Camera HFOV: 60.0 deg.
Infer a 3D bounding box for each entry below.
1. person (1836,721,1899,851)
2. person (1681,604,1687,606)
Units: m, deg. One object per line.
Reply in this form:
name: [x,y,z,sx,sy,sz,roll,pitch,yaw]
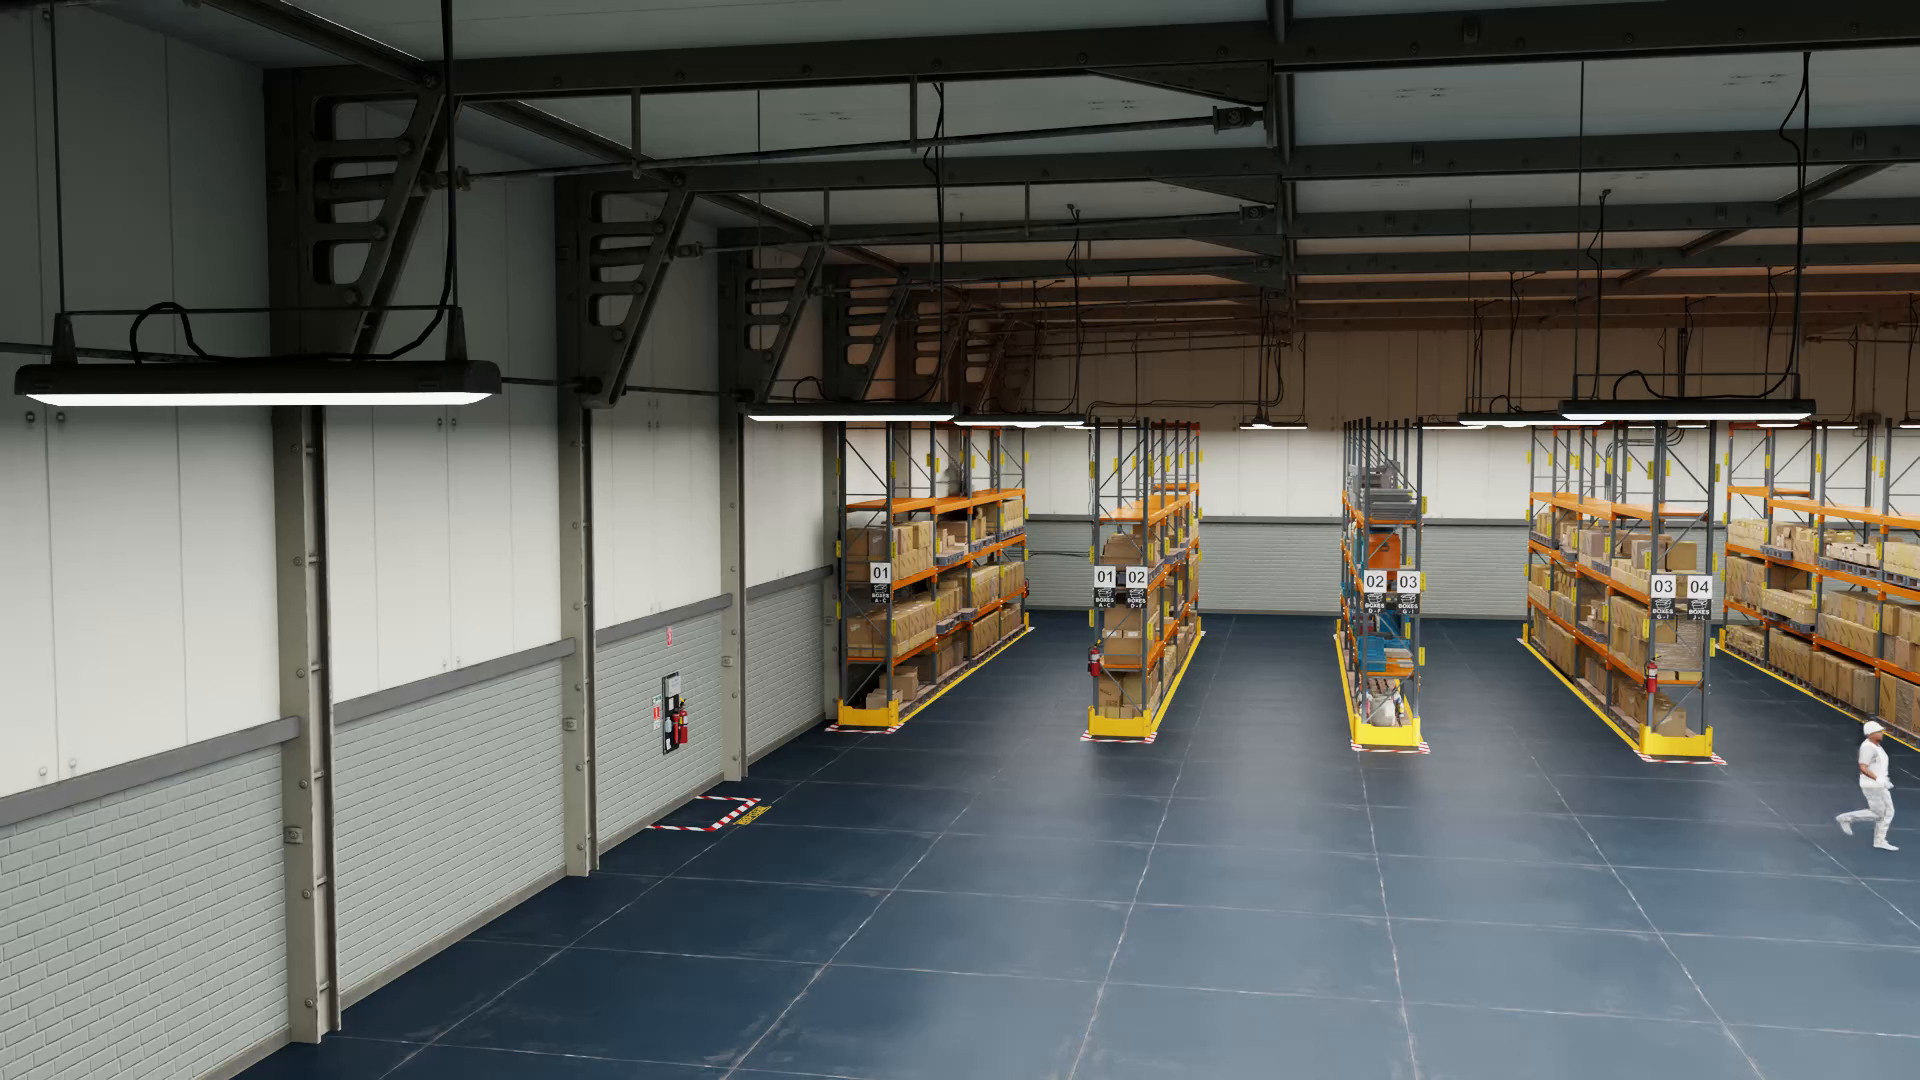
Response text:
person: [12.533,3.372,22.917,0.767,1.757,0.688,3,5,36]
person: [19.033,1.995,44.493,0.746,1.705,0.601,3,5,38]
